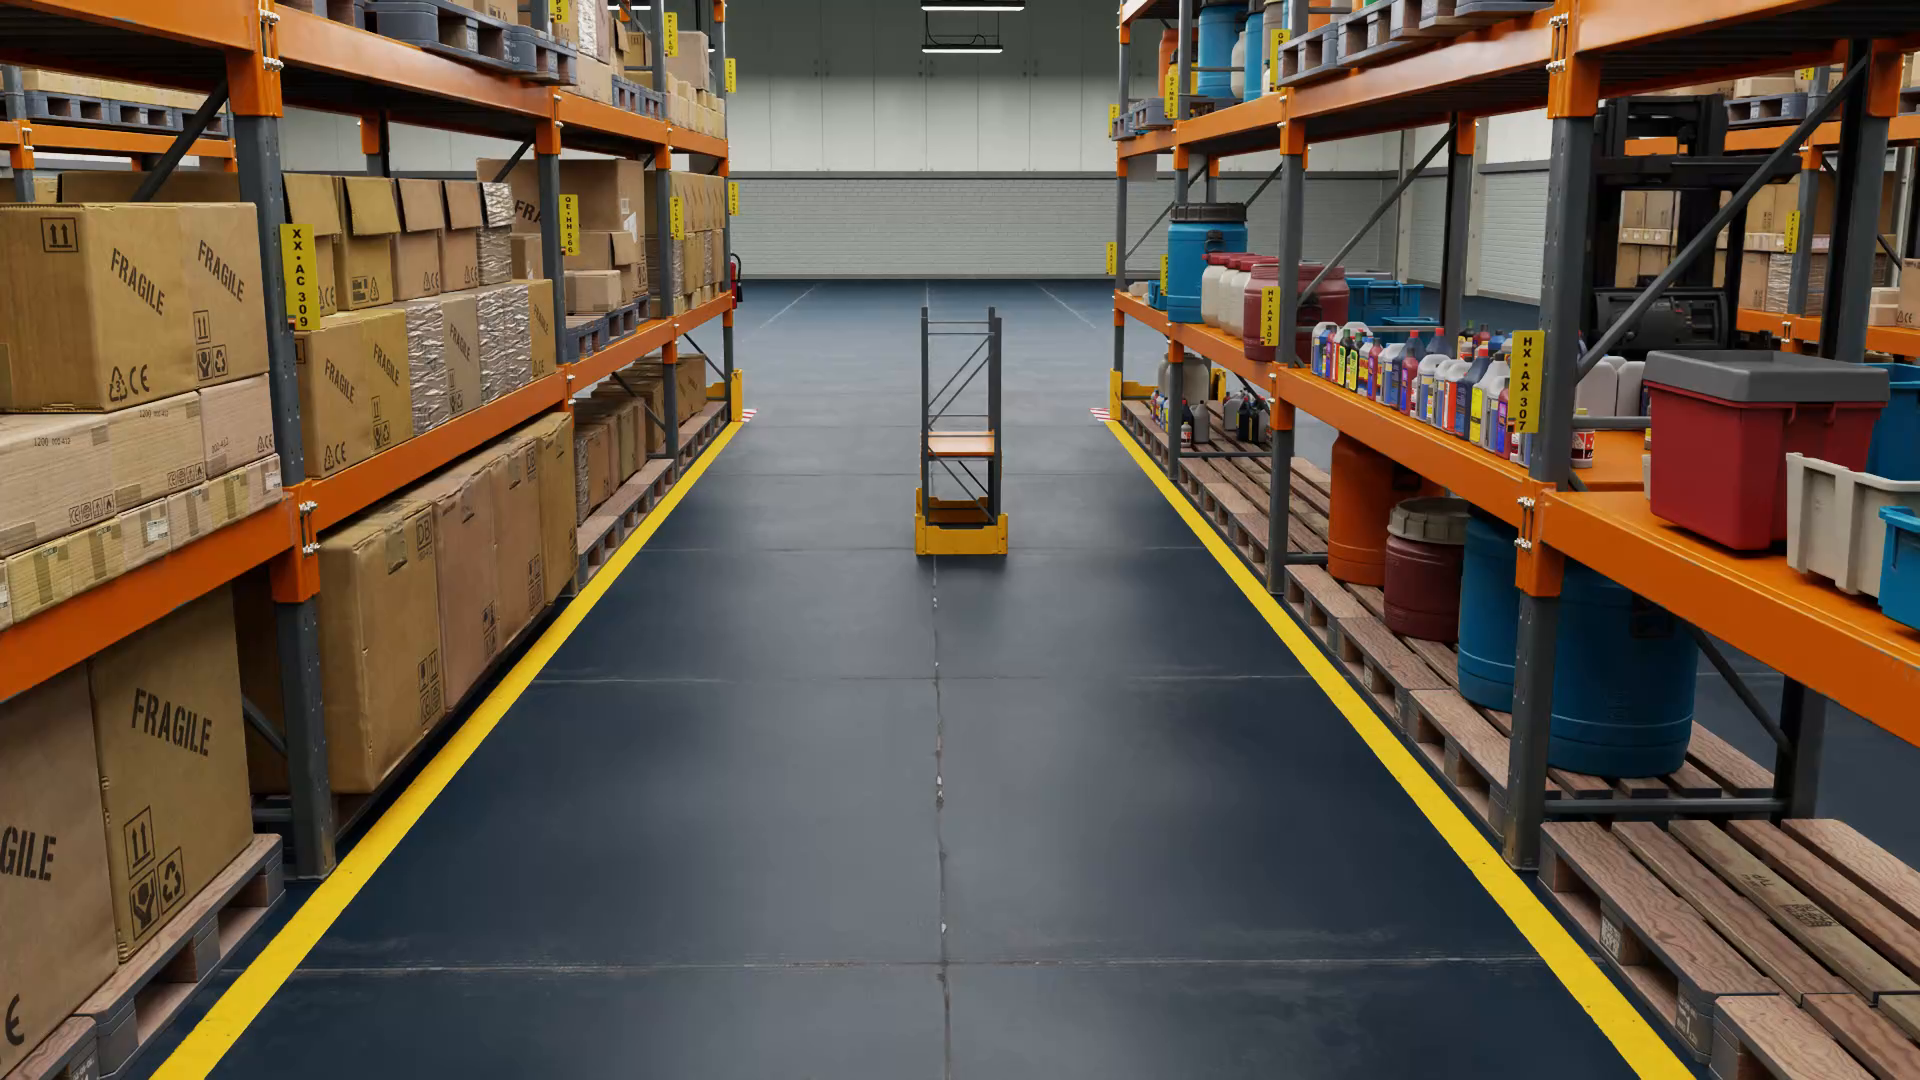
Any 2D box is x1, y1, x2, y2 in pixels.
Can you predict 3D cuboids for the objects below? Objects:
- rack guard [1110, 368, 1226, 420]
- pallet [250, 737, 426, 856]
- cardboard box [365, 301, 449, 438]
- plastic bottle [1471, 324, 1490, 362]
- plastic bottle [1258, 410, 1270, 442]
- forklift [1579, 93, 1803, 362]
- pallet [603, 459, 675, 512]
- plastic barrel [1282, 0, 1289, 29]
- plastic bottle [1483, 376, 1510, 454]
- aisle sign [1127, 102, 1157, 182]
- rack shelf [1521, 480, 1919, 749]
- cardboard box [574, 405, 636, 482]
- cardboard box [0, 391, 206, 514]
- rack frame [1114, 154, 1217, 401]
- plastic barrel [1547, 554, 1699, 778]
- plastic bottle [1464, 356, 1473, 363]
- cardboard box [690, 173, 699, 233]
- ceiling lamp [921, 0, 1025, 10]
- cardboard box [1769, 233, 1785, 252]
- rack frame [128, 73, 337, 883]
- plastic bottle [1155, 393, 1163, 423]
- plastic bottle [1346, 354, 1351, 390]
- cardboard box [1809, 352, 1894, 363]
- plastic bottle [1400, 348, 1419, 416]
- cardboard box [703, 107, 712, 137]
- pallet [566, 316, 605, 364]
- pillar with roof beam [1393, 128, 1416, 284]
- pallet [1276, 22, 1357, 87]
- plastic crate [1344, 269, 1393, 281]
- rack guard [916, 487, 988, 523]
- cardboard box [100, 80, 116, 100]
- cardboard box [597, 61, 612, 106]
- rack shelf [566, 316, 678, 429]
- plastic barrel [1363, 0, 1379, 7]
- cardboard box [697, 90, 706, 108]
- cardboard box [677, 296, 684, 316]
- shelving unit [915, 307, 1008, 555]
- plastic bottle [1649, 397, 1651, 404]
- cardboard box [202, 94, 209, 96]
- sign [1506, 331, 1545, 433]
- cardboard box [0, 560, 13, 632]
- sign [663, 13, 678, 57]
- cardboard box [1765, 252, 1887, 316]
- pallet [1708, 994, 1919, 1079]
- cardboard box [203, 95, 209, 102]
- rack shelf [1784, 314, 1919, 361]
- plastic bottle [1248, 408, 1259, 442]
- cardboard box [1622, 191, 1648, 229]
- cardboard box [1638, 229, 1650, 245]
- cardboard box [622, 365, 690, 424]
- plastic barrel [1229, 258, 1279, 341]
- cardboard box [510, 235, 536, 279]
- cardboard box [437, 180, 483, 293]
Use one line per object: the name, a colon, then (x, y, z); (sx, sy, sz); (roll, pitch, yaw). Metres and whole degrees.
rack guard: (2.153, -1.515, 17.270); (1.175, 0.500, 0.348); (0, 11, -1)
pallet: (-2.690, 0.864, 6.269); (1.003, 0.211, 1.213); (0, 11, -1)
cardboard box: (-2.380, -0.690, 6.666); (0.500, 0.500, 0.500); (0, 11, -2)
plastic bottle: (2.710, -0.983, 8.654); (0.061, 0.283, 0.133); (0, 11, -1)
plastic bottle: (2.585, -0.970, 14.040); (0.152, 0.276, 0.135); (0, 11, 1)
forklift: (4.894, -1.557, 11.360); (1.130, 2.935, 3.031); (-1, 11, -3)
pallet: (-2.747, -0.418, 12.590); (1.003, 0.211, 1.213); (0, 11, -1)
plastic barrel: (2.442, -3.315, 11.052); (0.600, 0.901, 0.708); (0, 11, -1)
plastic bottle: (2.014, -0.459, 6.087); (0.152, 0.276, 0.135); (0, 11, -1)
aisle sign: (1.810, -4.042, 16.901); (0.394, 0.787, 0.004); (0, 11, -1)
rack shelf: (2.394, 0.380, 3.449); (1.077, 0.370, 4.000); (0, 11, -1)
cardboard box: (-2.782, -0.713, 12.211); (0.700, 0.500, 0.500); (0, 11, -2)
cardboard box: (-2.315, -0.232, 4.288); (0.500, 0.250, 0.500); (0, 11, 1)
rack frame: (2.105, -2.755, 17.095); (1.000, 3.000, 0.127); (0, 11, -1)
plastic barrel: (2.358, 0.345, 6.038); (0.600, 0.901, 0.708); (0, 11, -1)
plastic bottle: (2.120, -0.634, 6.962); (0.097, 0.271, 0.097); (0, 11, 0)
cardboard box: (-2.541, -2.914, 14.362); (0.500, 0.500, 0.500); (0, 11, -1)
ceiling lamp: (0.239, -11.795, 31.884); (2.000, 3.185, 0.800); (0, 11, -1)
cardboard box: (6.917, -2.449, 13.702); (0.380, 0.149, 0.250); (0, 11, -2)
rack frame: (-2.599, -0.349, 5.237); (1.000, 3.000, 0.127); (0, 11, -1)
plastic bottle: (1.838, -1.204, 15.204); (0.097, 0.271, 0.097); (0, 11, 0)
plastic bottle: (1.943, -0.839, 8.148); (0.097, 0.201, 0.097); (0, 11, 0)
cardboard box: (7.443, -1.299, 13.890); (0.500, 0.500, 0.500); (0, 11, -1)
plastic bottle: (1.945, -0.681, 7.165); (0.061, 0.283, 0.133); (0, 11, -1)
cardboard box: (-2.568, -3.835, 15.253); (0.500, 0.250, 0.500); (0, 11, 0)
pallet: (-2.803, -1.192, 9.871); (1.213, 0.211, 1.003); (0, 11, -1)
pillar with roof beam: (7.965, -11.546, 45.339); (9.100, 9.000, 0.548); (0, 11, -1)
pallet: (2.188, -2.390, 8.226); (1.003, 0.211, 1.213); (0, 11, -1)
plastic crate: (2.543, -1.519, 10.840); (0.402, 0.464, 0.583); (0, 11, -1)
rack guard: (-0.012, -0.237, 11.597); (0.587, 0.250, 0.087); (0, 11, -1)
cardboard box: (-7.416, -3.817, 14.110); (0.380, 0.149, 0.250); (0, 11, -2)
cardboard box: (-2.468, -2.840, 10.345); (0.500, 0.250, 0.500); (0, 11, 0)
rack shelf: (-2.723, -1.190, 11.187); (1.077, 0.370, 4.000); (0, 11, -1)
plastic barrel: (2.062, -2.553, 7.889); (0.294, 0.245, 0.294); (0, 11, 0)
cardboard box: (-2.510, -4.014, 15.131); (0.380, 0.149, 0.250); (-1, 11, -4)
cardboard box: (-2.460, -1.910, 13.562); (0.380, 0.149, 0.250); (0, 11, -1)
shelving unit: (-0.002, -0.750, 10.985); (0.587, 1.500, 1.083); (0, 11, -1)
plastic bottle: (2.737, -0.501, 6.482); (0.097, 0.201, 0.097); (0, 11, 0)
cardboard box: (-7.519, -4.435, 16.155); (0.500, 0.250, 0.500); (0, 11, 0)
sign: (1.803, -0.503, 5.300); (0.100, 0.325, 0.005); (0, 11, -1)
cardboard box: (-2.234, 0.139, 3.461); (0.380, 0.149, 0.250); (0, 11, 0)
sign: (-2.210, -3.859, 12.701); (0.100, 0.325, 0.005); (0, 11, -1)
cardboard box: (7.124, -2.117, 13.697); (0.700, 0.500, 0.500); (-1, 11, -3)
pallet: (2.435, 1.386, 3.696); (1.003, 0.211, 1.213); (0, 11, -1)
cardboard box: (-7.458, -4.221, 16.103); (0.380, 0.149, 0.250); (0, 11, -1)
rack shelf: (7.181, -1.229, 11.384); (1.077, 0.370, 4.000); (0, 11, -1)
plastic bottle: (2.479, -0.973, 14.037); (0.061, 0.283, 0.133); (0, 11, -1)
cardboard box: (7.055, -3.356, 16.543); (0.700, 0.500, 0.500); (0, 11, -1)
cardboard box: (6.862, -2.961, 16.225); (0.380, 0.149, 0.250); (0, 11, -1)
cardboard box: (-2.810, -1.348, 15.391); (0.500, 0.500, 0.500); (1, 11, 4)
plastic barrel: (2.012, -1.604, 11.078); (0.433, 0.535, 0.433); (0, 11, 0)
cardboard box: (-2.733, -1.506, 9.633); (0.500, 0.500, 0.500); (-2, 12, -8)
cardboard box: (-2.672, -1.410, 7.691); (0.797, 0.503, 0.637); (0, 11, 0)
